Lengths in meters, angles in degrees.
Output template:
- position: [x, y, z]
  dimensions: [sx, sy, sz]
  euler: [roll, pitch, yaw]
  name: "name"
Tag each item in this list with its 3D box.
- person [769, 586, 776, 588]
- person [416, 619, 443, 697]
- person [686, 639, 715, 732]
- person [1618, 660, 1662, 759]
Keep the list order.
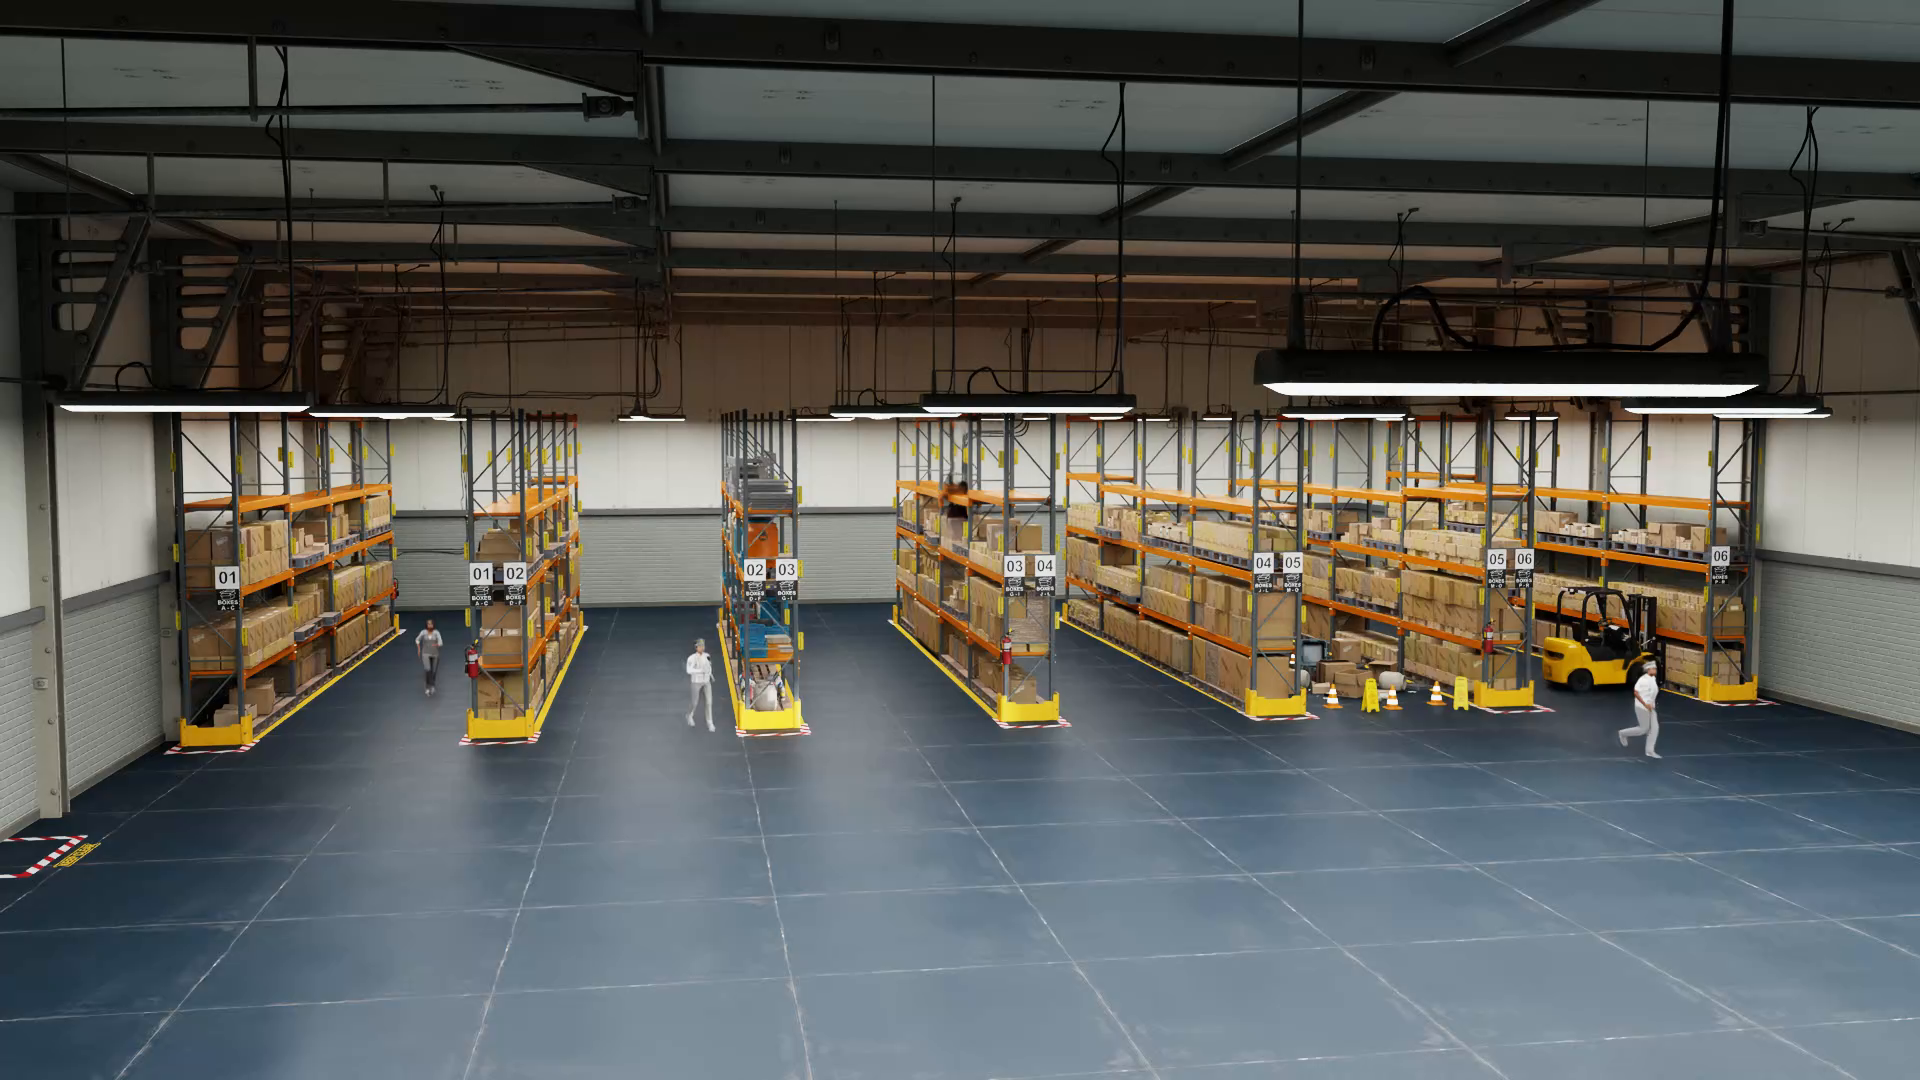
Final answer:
- position: [-5.491, 1.478, 48.545]
  dimensions: [0.706, 1.740, 0.721]
  euler: [0, 4, 1]
  name: "person"
- position: [-11.174, 2.479, 35.059]
  dimensions: [0.503, 1.630, 0.694]
  euler: [-2, 4, -26]
  name: "person"
- position: [-4.848, 2.682, 31.100]
  dimensions: [0.608, 1.693, 0.913]
  euler: [-3, 5, -32]
  name: "person"
- position: [11.809, 2.899, 28.760]
  dimensions: [0.600, 1.680, 0.763]
  euler: [-4, 6, -45]
  name: "person"
